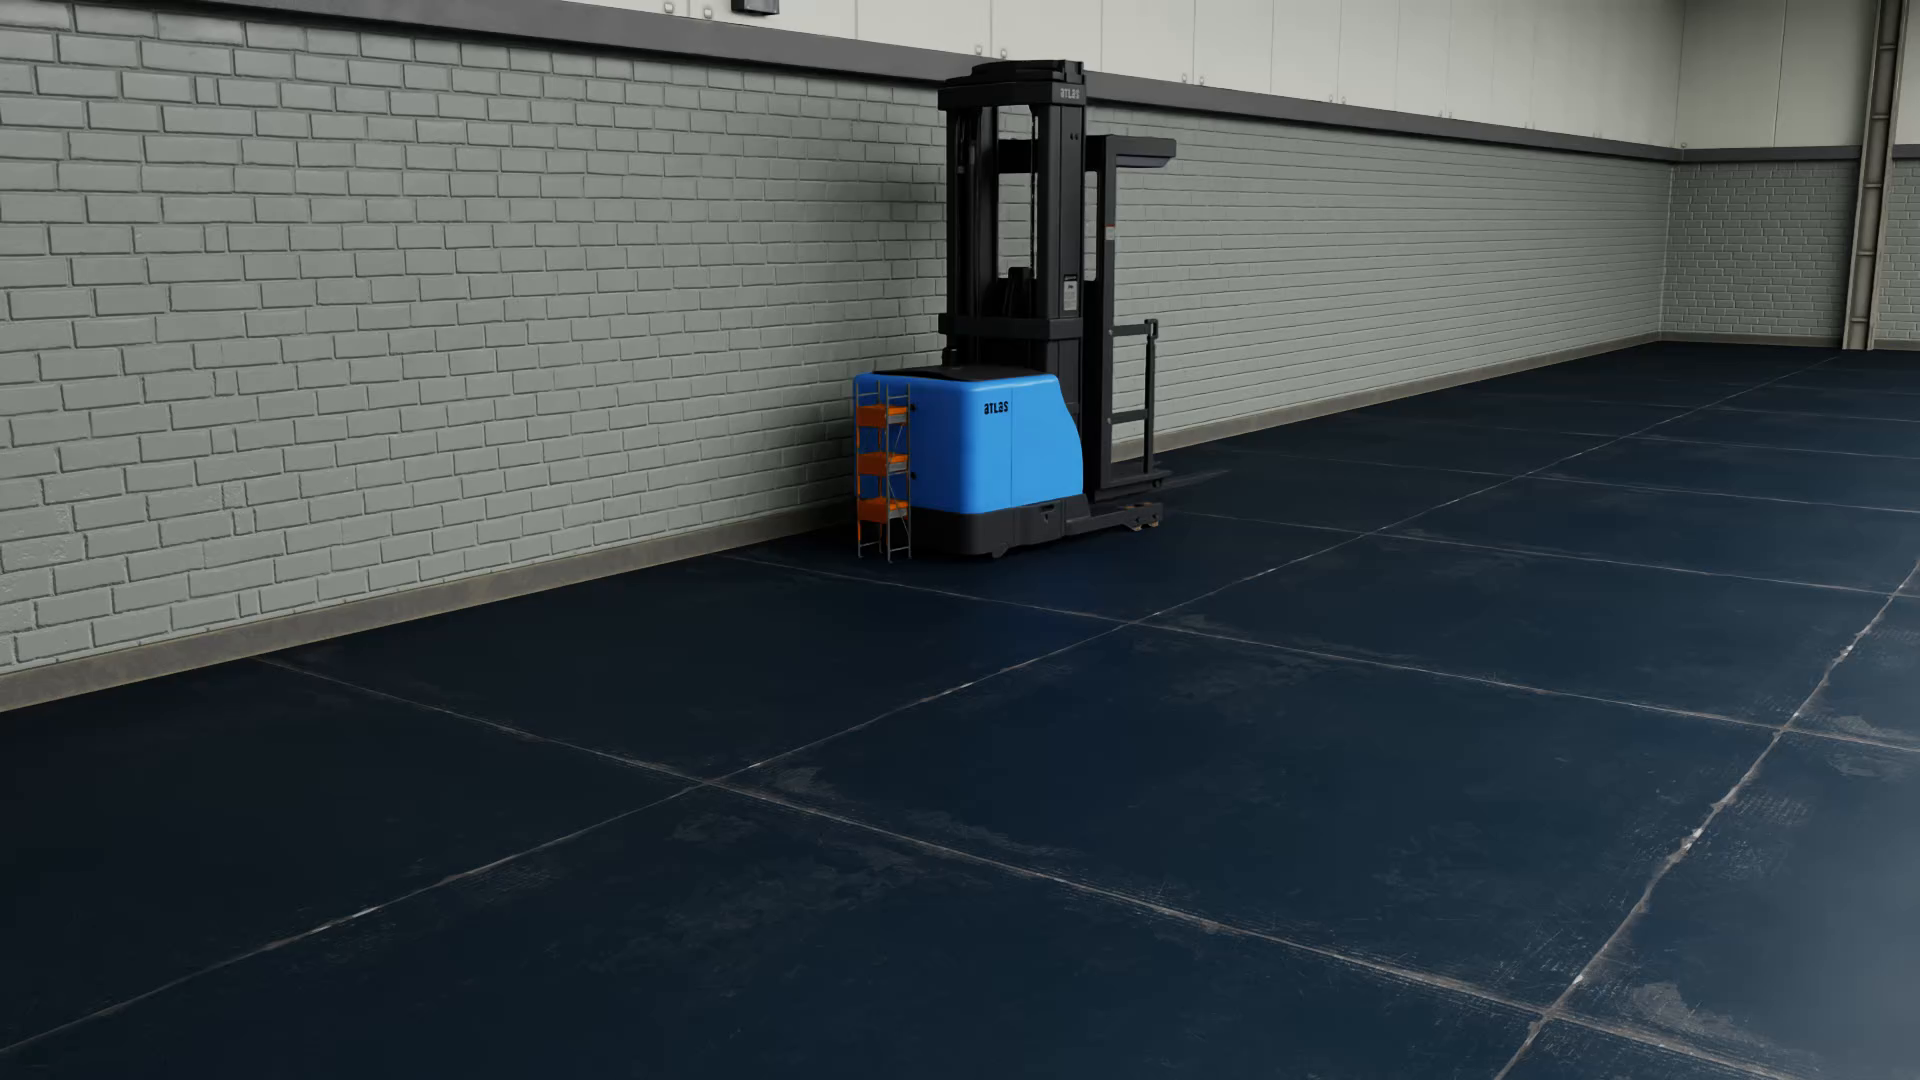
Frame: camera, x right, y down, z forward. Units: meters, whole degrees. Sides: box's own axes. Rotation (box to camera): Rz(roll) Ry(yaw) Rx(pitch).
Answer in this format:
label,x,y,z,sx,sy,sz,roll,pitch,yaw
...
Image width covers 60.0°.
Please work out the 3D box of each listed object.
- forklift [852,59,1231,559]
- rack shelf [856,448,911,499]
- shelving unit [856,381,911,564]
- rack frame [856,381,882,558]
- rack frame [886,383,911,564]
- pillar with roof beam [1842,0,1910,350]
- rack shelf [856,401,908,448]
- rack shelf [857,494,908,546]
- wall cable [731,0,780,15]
label,x,y,z,sx,sy,sz,roll,pitch,yaw
forklift,0.691,-1.551,10.833,1.130,2.935,3.031,10,15,41
rack shelf,-0.453,-0.395,9.865,0.240,0.259,0.215,9,14,40
shelving unit,-0.453,-0.406,9.862,0.252,1.050,0.215,9,14,40
rack frame,-0.545,-0.421,9.941,0.008,1.050,0.200,9,14,40
rack frame,-0.361,-0.390,9.784,0.008,1.050,0.200,9,14,40
pillar with roof beam,11.449,-6.738,21.664,0.400,9.000,9.100,8,13,36
rack shelf,-0.453,-0.674,9.811,0.240,0.259,0.215,9,14,40
rack shelf,-0.453,-0.122,9.917,0.240,0.259,0.215,9,14,40
wall cable,-0.607,-6.229,10.083,0.169,6.003,2.305,8,13,36
